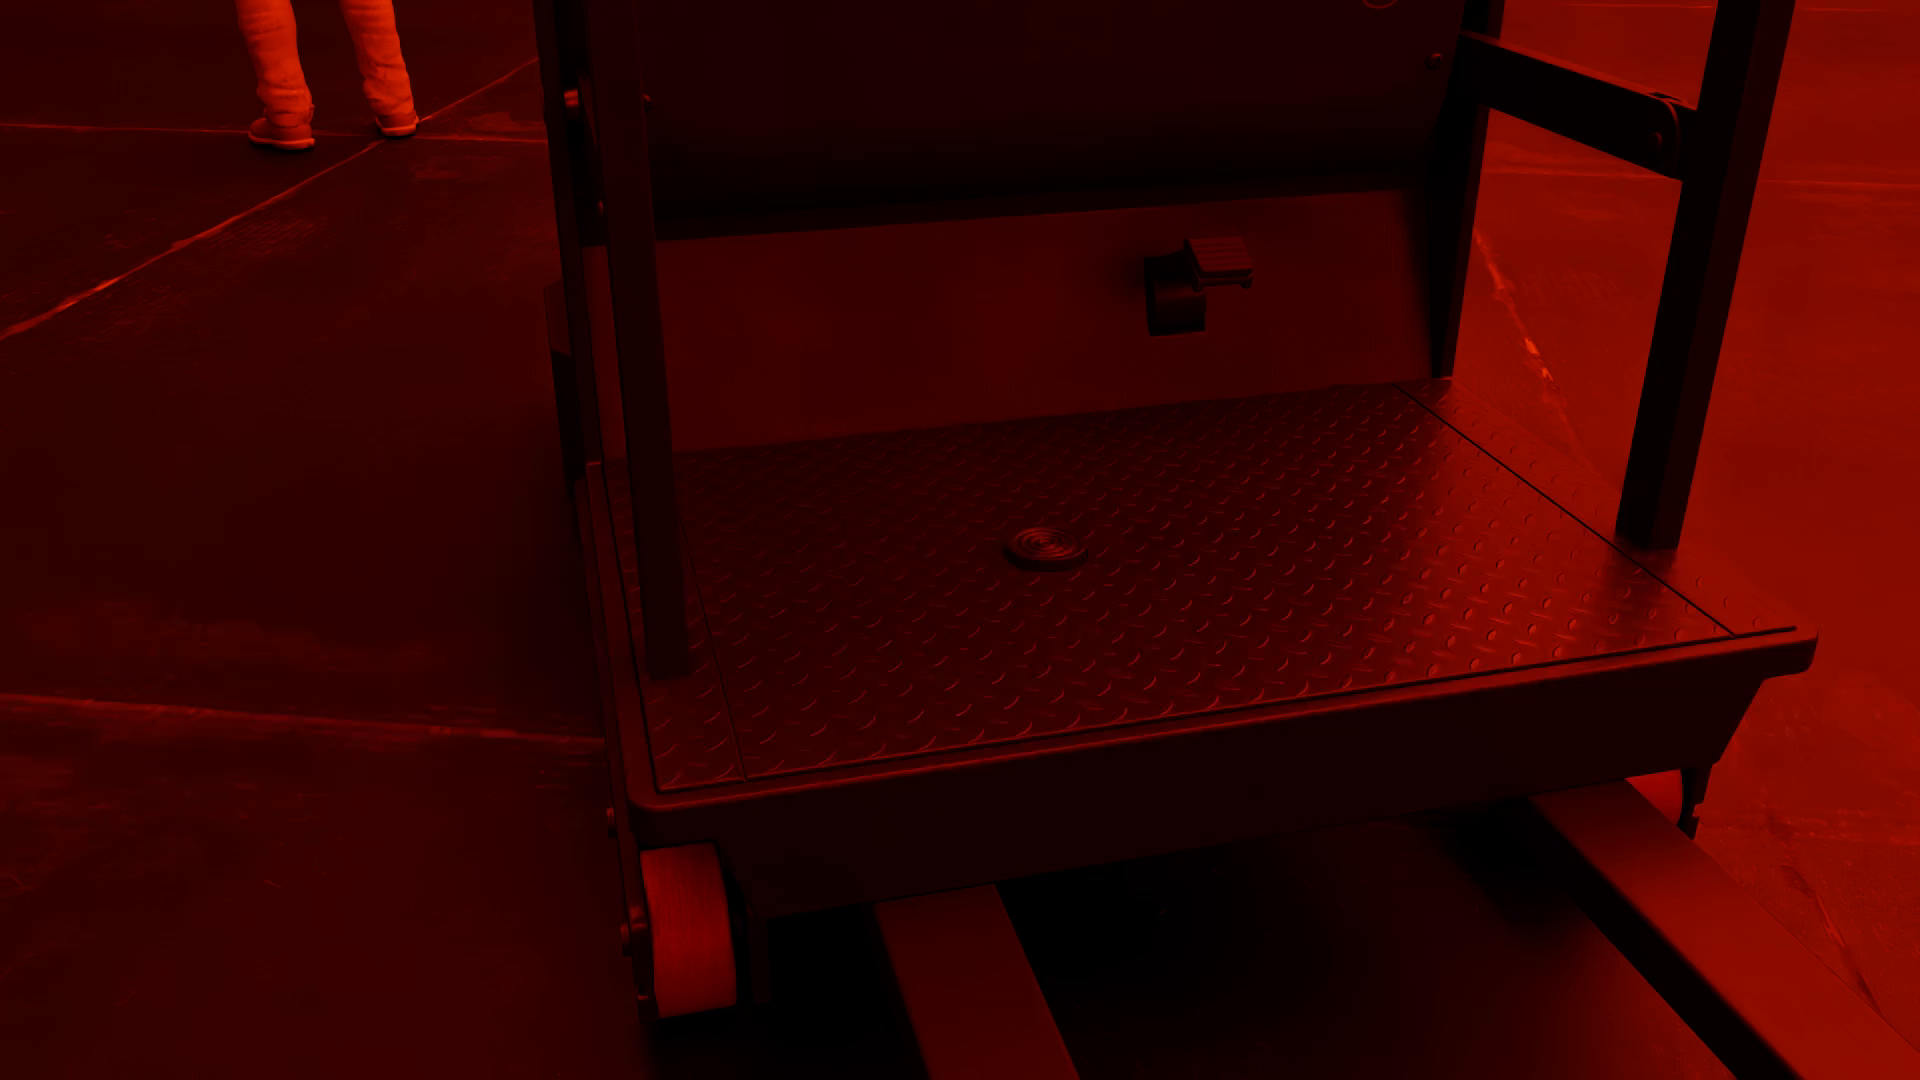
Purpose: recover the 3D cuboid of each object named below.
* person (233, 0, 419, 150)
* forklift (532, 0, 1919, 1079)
[{"bbox_3d":[-1.828,-1.913,4.472,0.562,1.665,0.470,-19,32,-33],"label":"person"},{"bbox_3d":[0.153,-1.049,1.319,1.130,2.935,3.031,-7,27,-13],"label":"forklift"}]
